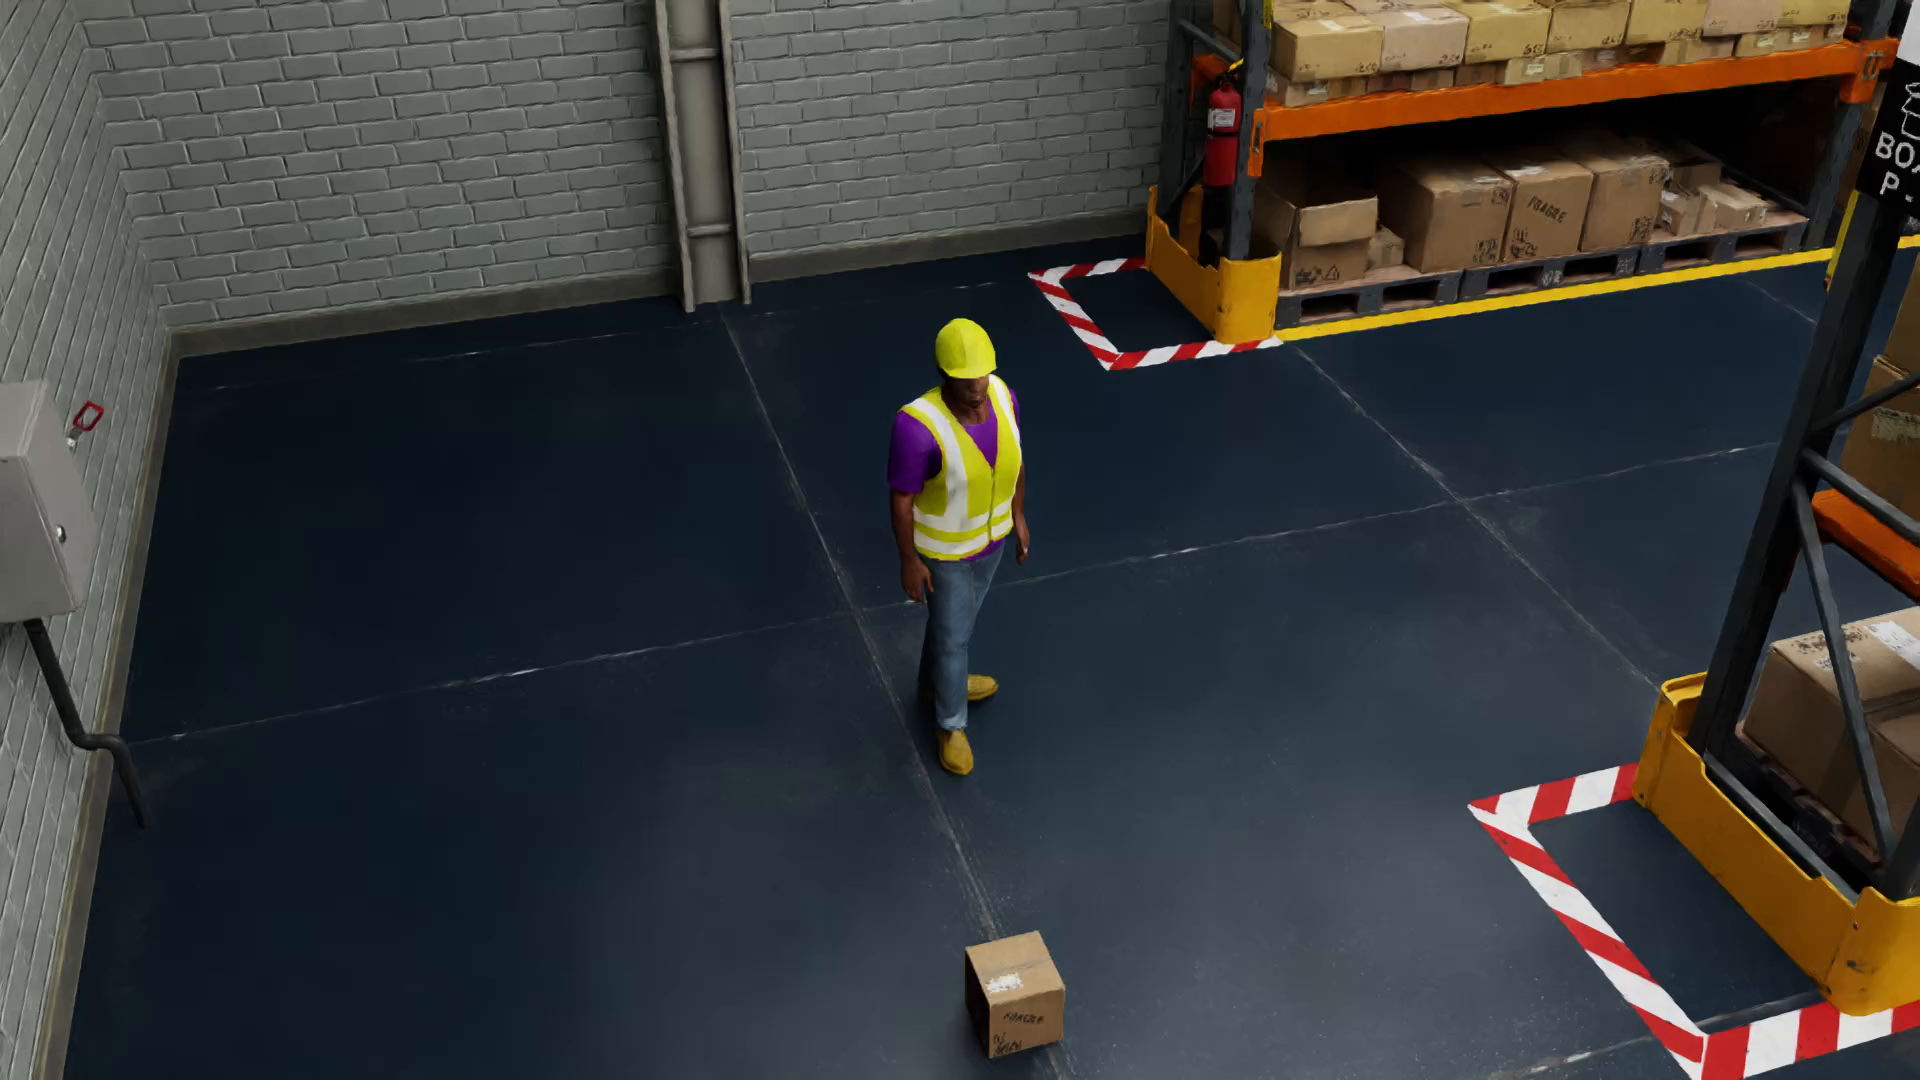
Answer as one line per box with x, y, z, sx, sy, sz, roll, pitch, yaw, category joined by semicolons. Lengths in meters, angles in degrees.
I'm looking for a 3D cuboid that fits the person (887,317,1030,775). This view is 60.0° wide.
0.004;-0.014;6.125;0.480;1.775;0.576;27;42;34;person
